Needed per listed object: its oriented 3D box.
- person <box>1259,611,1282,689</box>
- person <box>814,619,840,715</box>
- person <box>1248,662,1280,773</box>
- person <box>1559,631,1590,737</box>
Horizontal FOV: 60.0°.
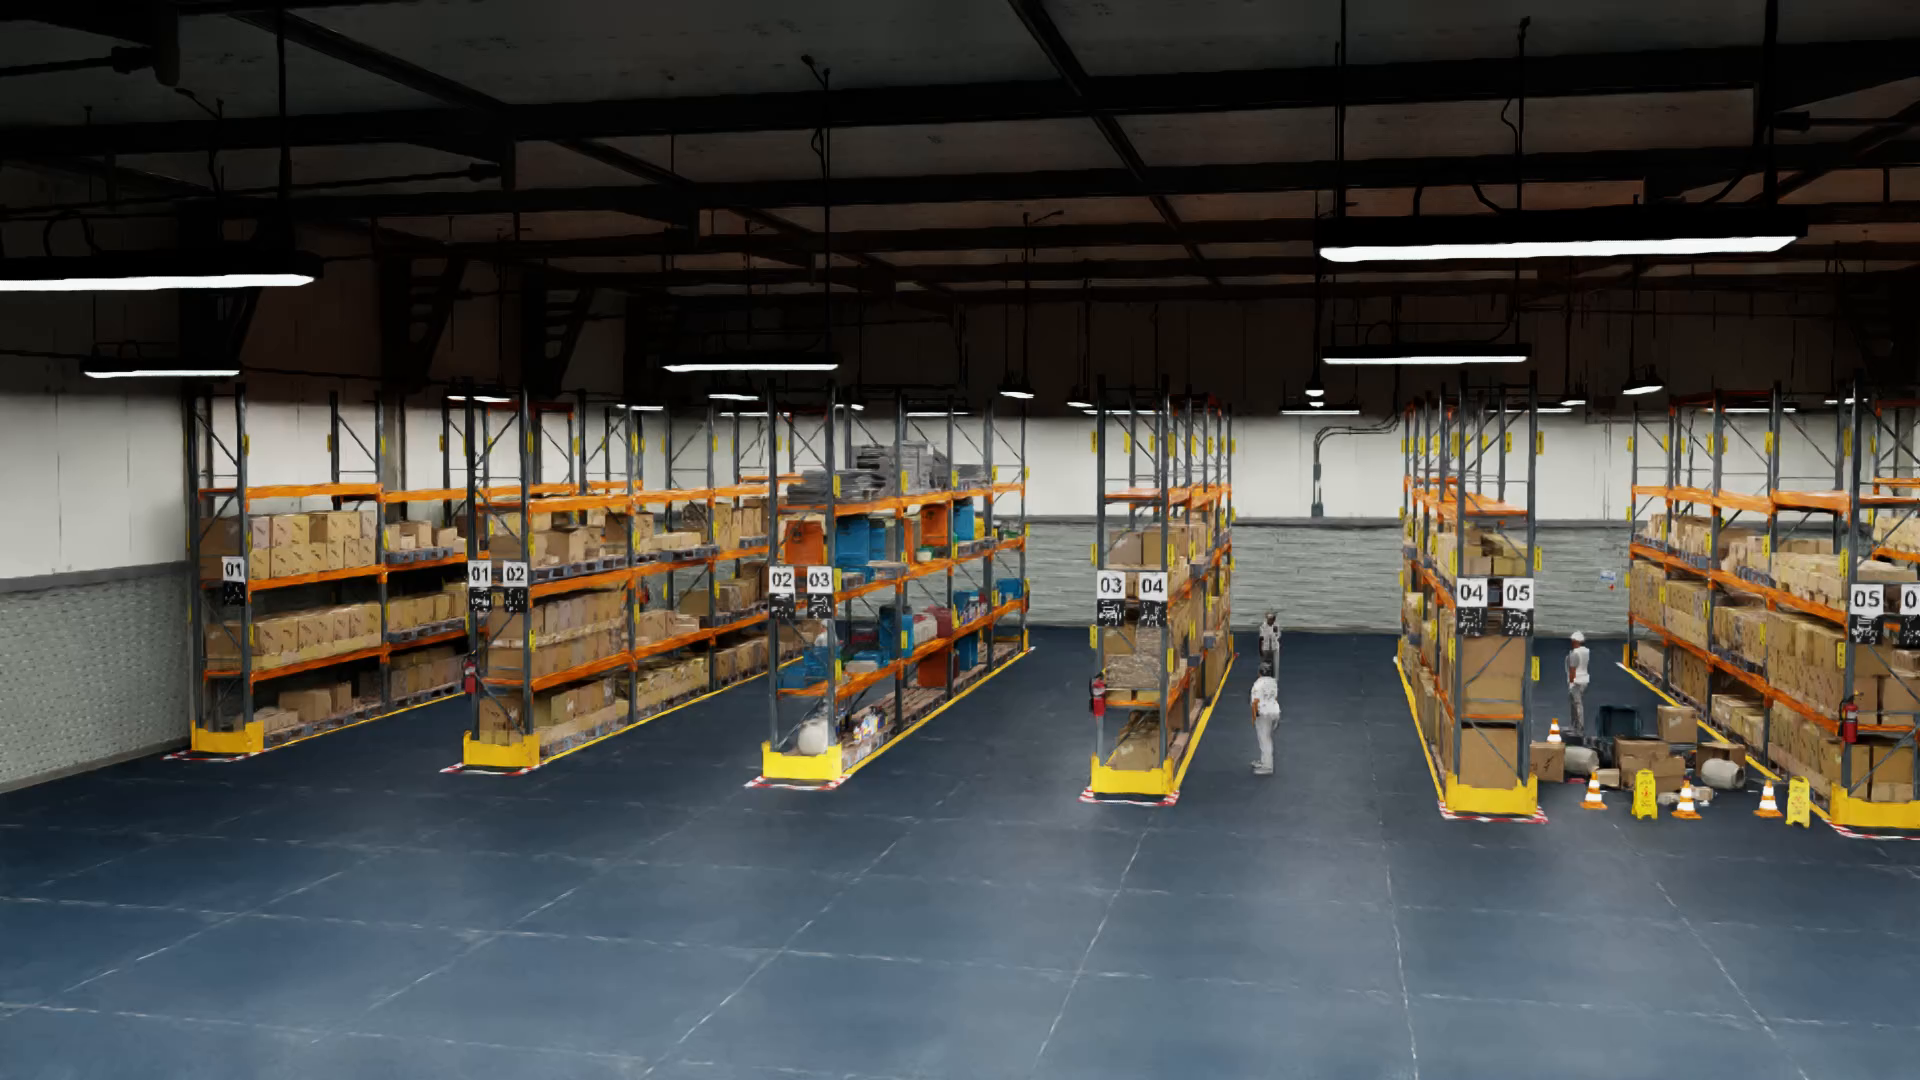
[{"bbox_3d":[6.366,2.239,34.130,0.454,1.589,1.088,1,3,15],"label":"person"},{"bbox_3d":[-2.491,2.330,30.878,0.569,1.786,0.650,3,4,41],"label":"person"},{"bbox_3d":[4.653,2.701,25.536,0.556,1.659,0.598,3,5,45],"label":"person"},{"bbox_3d":[10.559,2.456,28.621,0.498,1.784,0.614,3,4,42],"label":"person"}]
